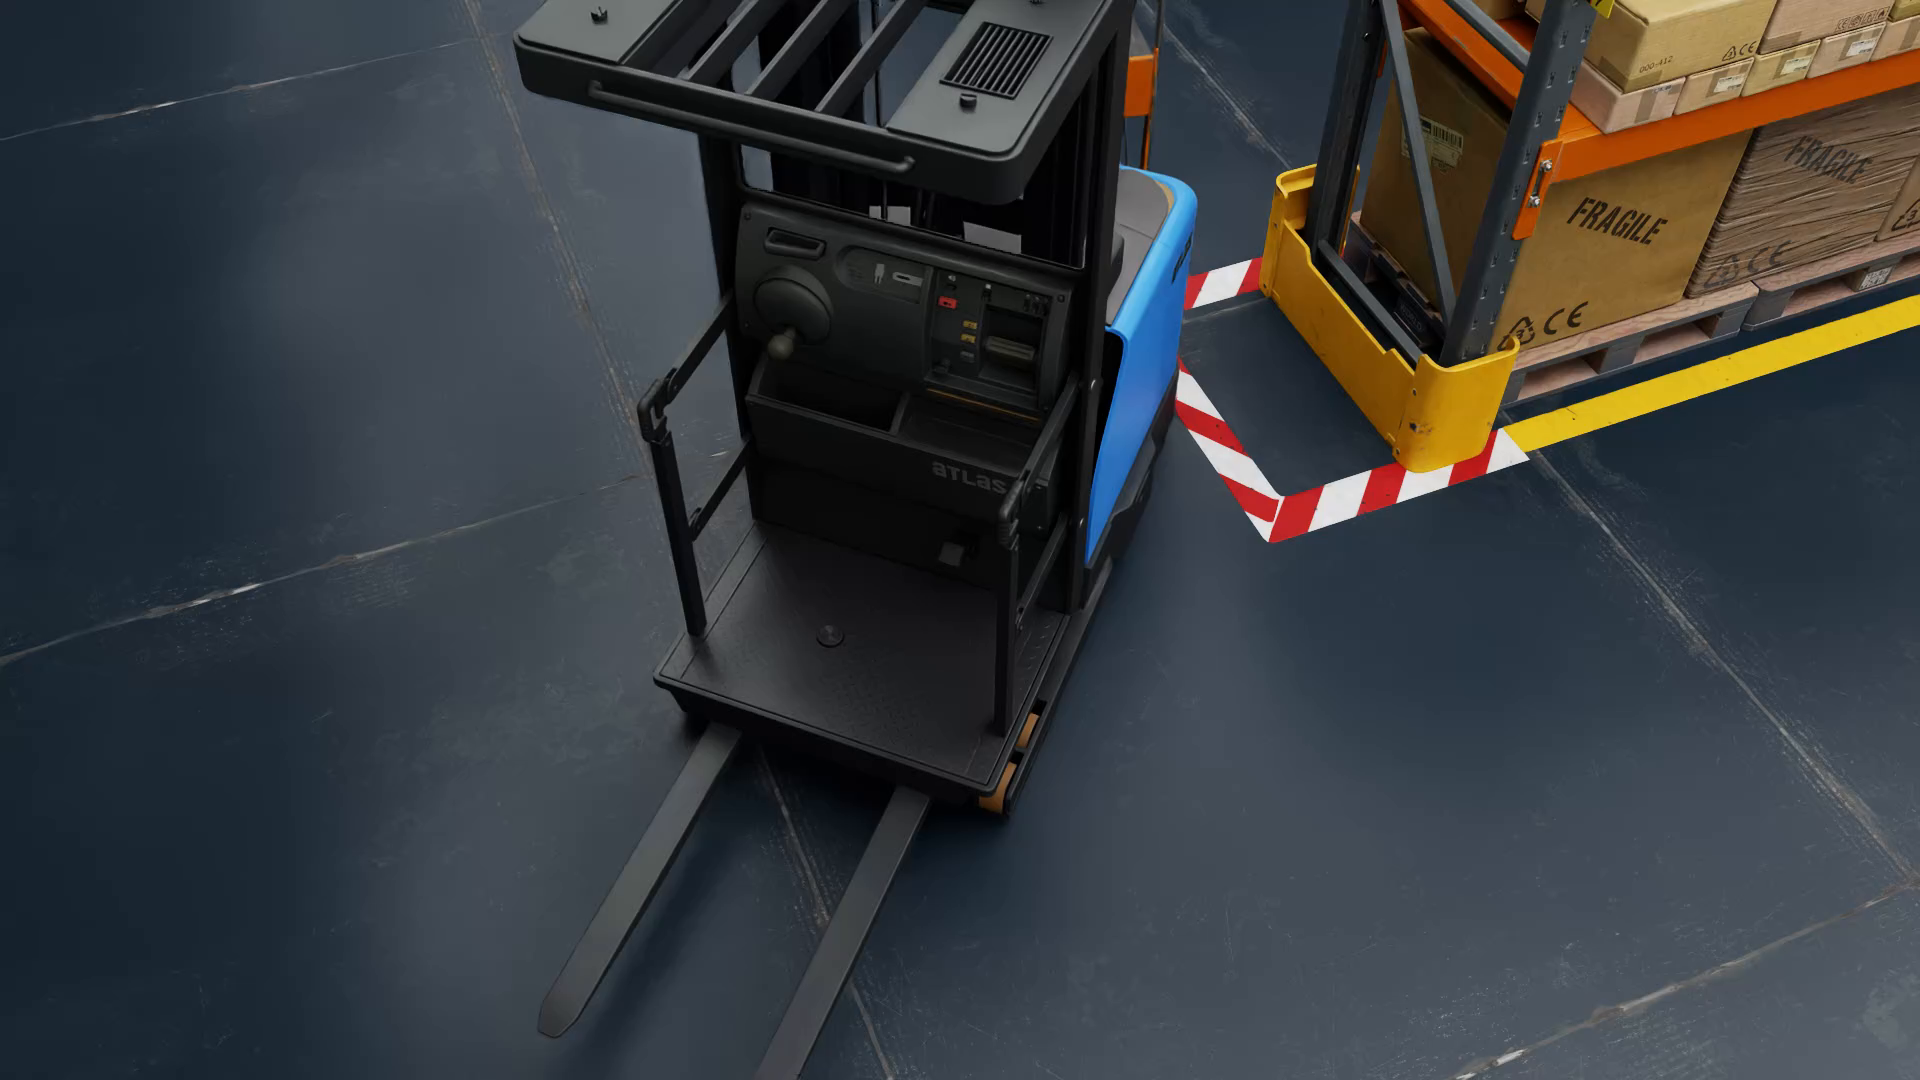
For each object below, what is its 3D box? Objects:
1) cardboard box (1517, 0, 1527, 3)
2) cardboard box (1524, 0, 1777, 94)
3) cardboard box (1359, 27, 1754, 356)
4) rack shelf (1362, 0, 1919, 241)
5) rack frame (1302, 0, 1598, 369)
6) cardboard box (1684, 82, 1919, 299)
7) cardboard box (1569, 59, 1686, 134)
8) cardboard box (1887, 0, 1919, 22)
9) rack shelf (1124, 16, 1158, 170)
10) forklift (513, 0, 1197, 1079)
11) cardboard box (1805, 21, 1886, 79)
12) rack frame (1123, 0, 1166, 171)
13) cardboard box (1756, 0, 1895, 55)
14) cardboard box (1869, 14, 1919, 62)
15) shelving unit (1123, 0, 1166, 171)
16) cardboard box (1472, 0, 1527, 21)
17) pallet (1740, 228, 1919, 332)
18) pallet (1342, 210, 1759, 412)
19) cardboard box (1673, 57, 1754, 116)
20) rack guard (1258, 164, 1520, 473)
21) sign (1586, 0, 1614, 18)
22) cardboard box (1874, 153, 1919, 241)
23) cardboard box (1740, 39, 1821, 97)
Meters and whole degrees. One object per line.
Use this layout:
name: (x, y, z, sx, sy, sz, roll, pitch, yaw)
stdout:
cardboard box: (1.918, -2.041, 5.428, 0.500, 0.250, 0.500, -18, 52, -15)
cardboard box: (2.116, -1.664, 5.104, 0.500, 0.250, 0.500, -18, 52, -15)
cardboard box: (2.132, -1.352, 6.058, 0.875, 0.875, 0.875, -17, 52, -14)
rack shelf: (3.421, -2.007, 5.971, 4.000, 0.370, 1.077, -17, 52, -14)
rack frame: (1.570, -1.668, 5.205, 0.127, 3.000, 1.000, -17, 52, -14)
cardboard box: (2.975, -1.613, 6.282, 0.875, 0.875, 0.875, -17, 52, -14)
cardboard box: (2.023, -1.456, 5.189, 0.250, 0.149, 0.380, -17, 51, -14)
cardboard box: (3.062, -1.959, 5.358, 0.500, 0.250, 0.500, -19, 52, -15)
rack shelf: (0.371, -1.549, 5.714, 0.480, 0.518, 0.431, -9, 50, -8)
forklift: (-0.239, -0.499, 4.246, 1.130, 2.935, 3.031, 17, 51, 14)
cardboard box: (2.738, -1.680, 5.381, 0.250, 0.149, 0.380, -18, 52, -15)
rack frame: (0.610, -1.595, 5.736, 0.015, 2.100, 0.400, -9, 50, -8)
cardboard box: (2.595, -1.817, 5.236, 0.500, 0.250, 0.500, -18, 52, -15)
cardboard box: (2.974, -1.752, 5.443, 0.250, 0.149, 0.380, -18, 52, -15)
shelving unit: (0.371, -1.558, 5.704, 0.503, 2.100, 0.431, -9, 50, -8)
cardboard box: (1.775, -1.919, 5.587, 0.250, 0.149, 0.380, -16, 51, -14)
pallet: (3.408, -1.390, 6.805, 1.213, 0.211, 1.003, -17, 52, -14)
pallet: (2.281, -1.043, 6.507, 1.213, 0.211, 1.003, -17, 52, -14)
cardboard box: (2.260, -1.530, 5.253, 0.250, 0.149, 0.380, -18, 52, -15)
rack guard: (1.548, -0.846, 6.147, 0.348, 0.500, 1.175, -17, 52, -14)
sign: (1.774, -1.584, 4.510, 0.005, 0.325, 0.100, -17, 52, -14)
cardboard box: (3.799, -1.868, 6.501, 0.875, 0.875, 0.875, -17, 52, -14)
cardboard box: (2.497, -1.604, 5.316, 0.250, 0.149, 0.380, -18, 52, -15)
